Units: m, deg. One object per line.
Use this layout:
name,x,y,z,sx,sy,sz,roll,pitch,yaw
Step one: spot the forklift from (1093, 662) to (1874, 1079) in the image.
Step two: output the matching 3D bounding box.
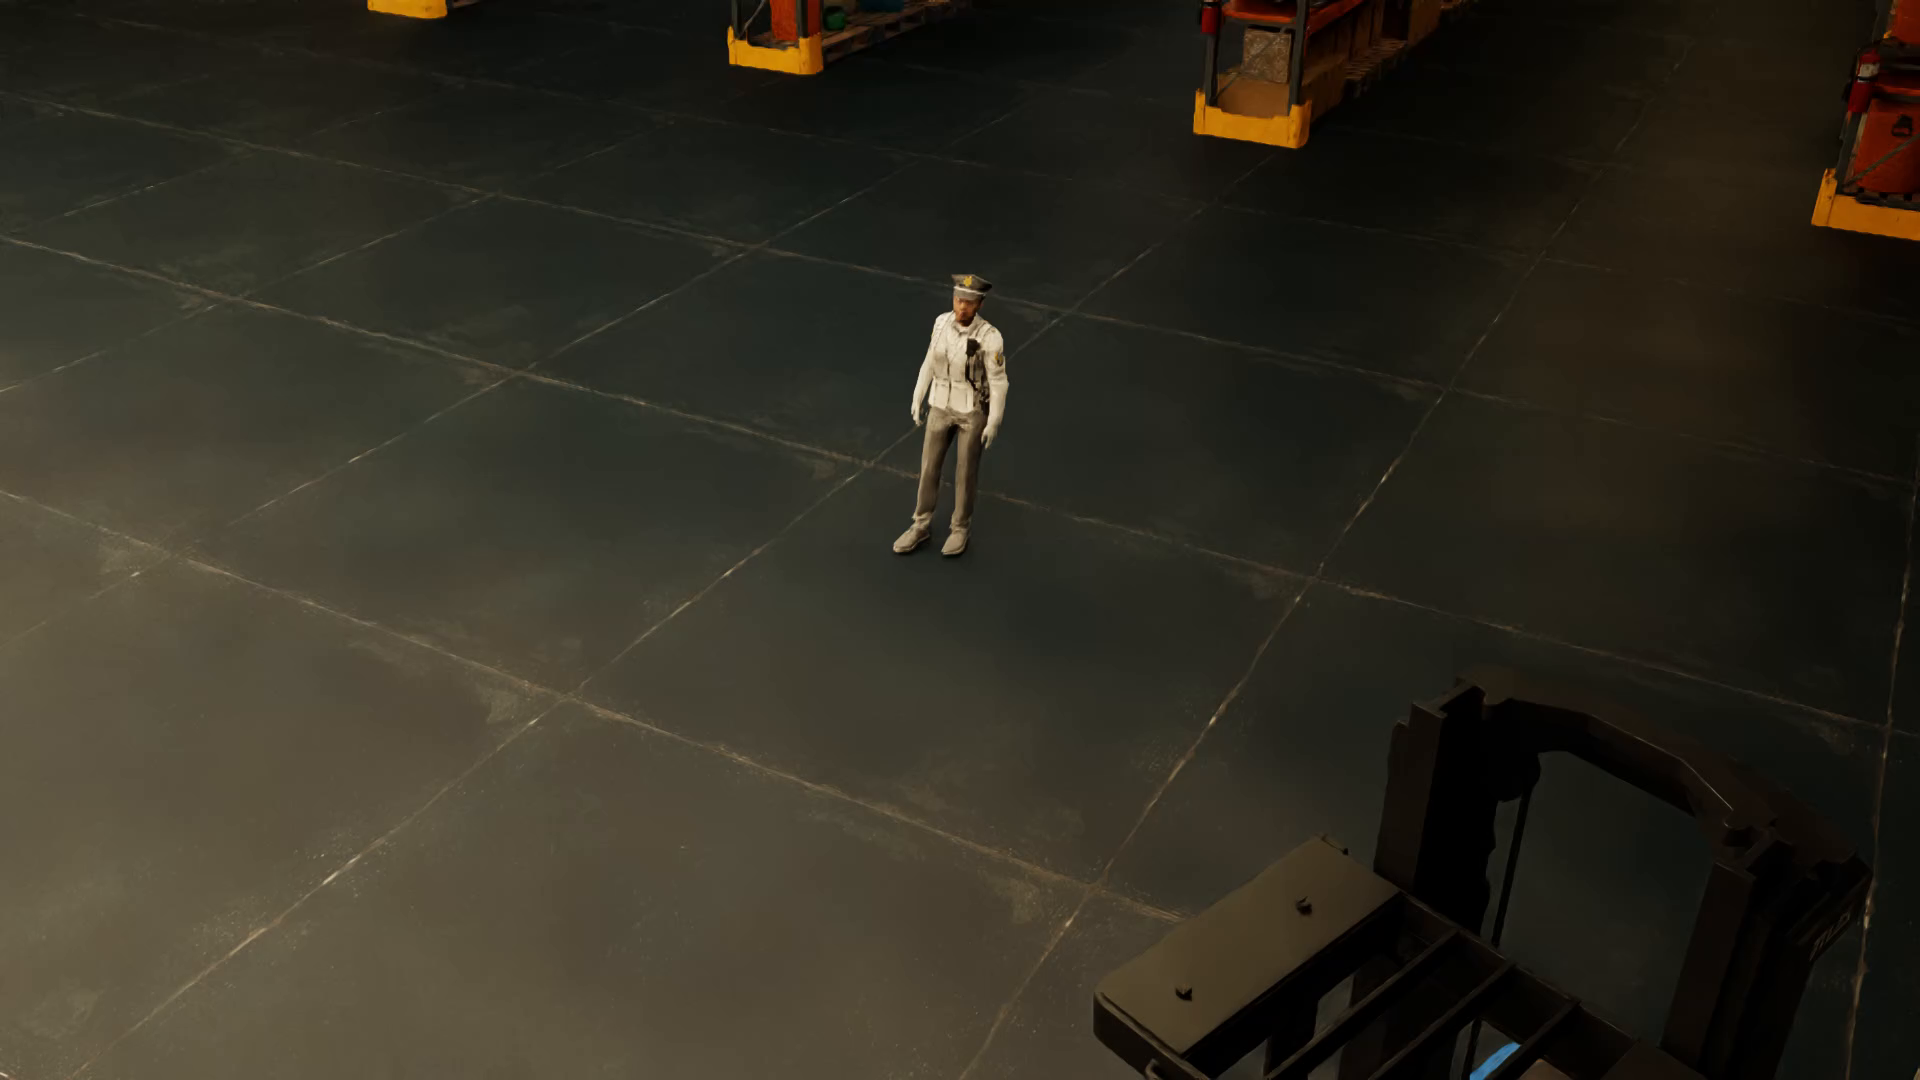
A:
forklift,0.960,1.866,3.838,3.031,2.935,1.130,-24,37,-35

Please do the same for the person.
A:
person,-0.039,-0.712,9.527,0.586,1.695,0.532,15,33,25
